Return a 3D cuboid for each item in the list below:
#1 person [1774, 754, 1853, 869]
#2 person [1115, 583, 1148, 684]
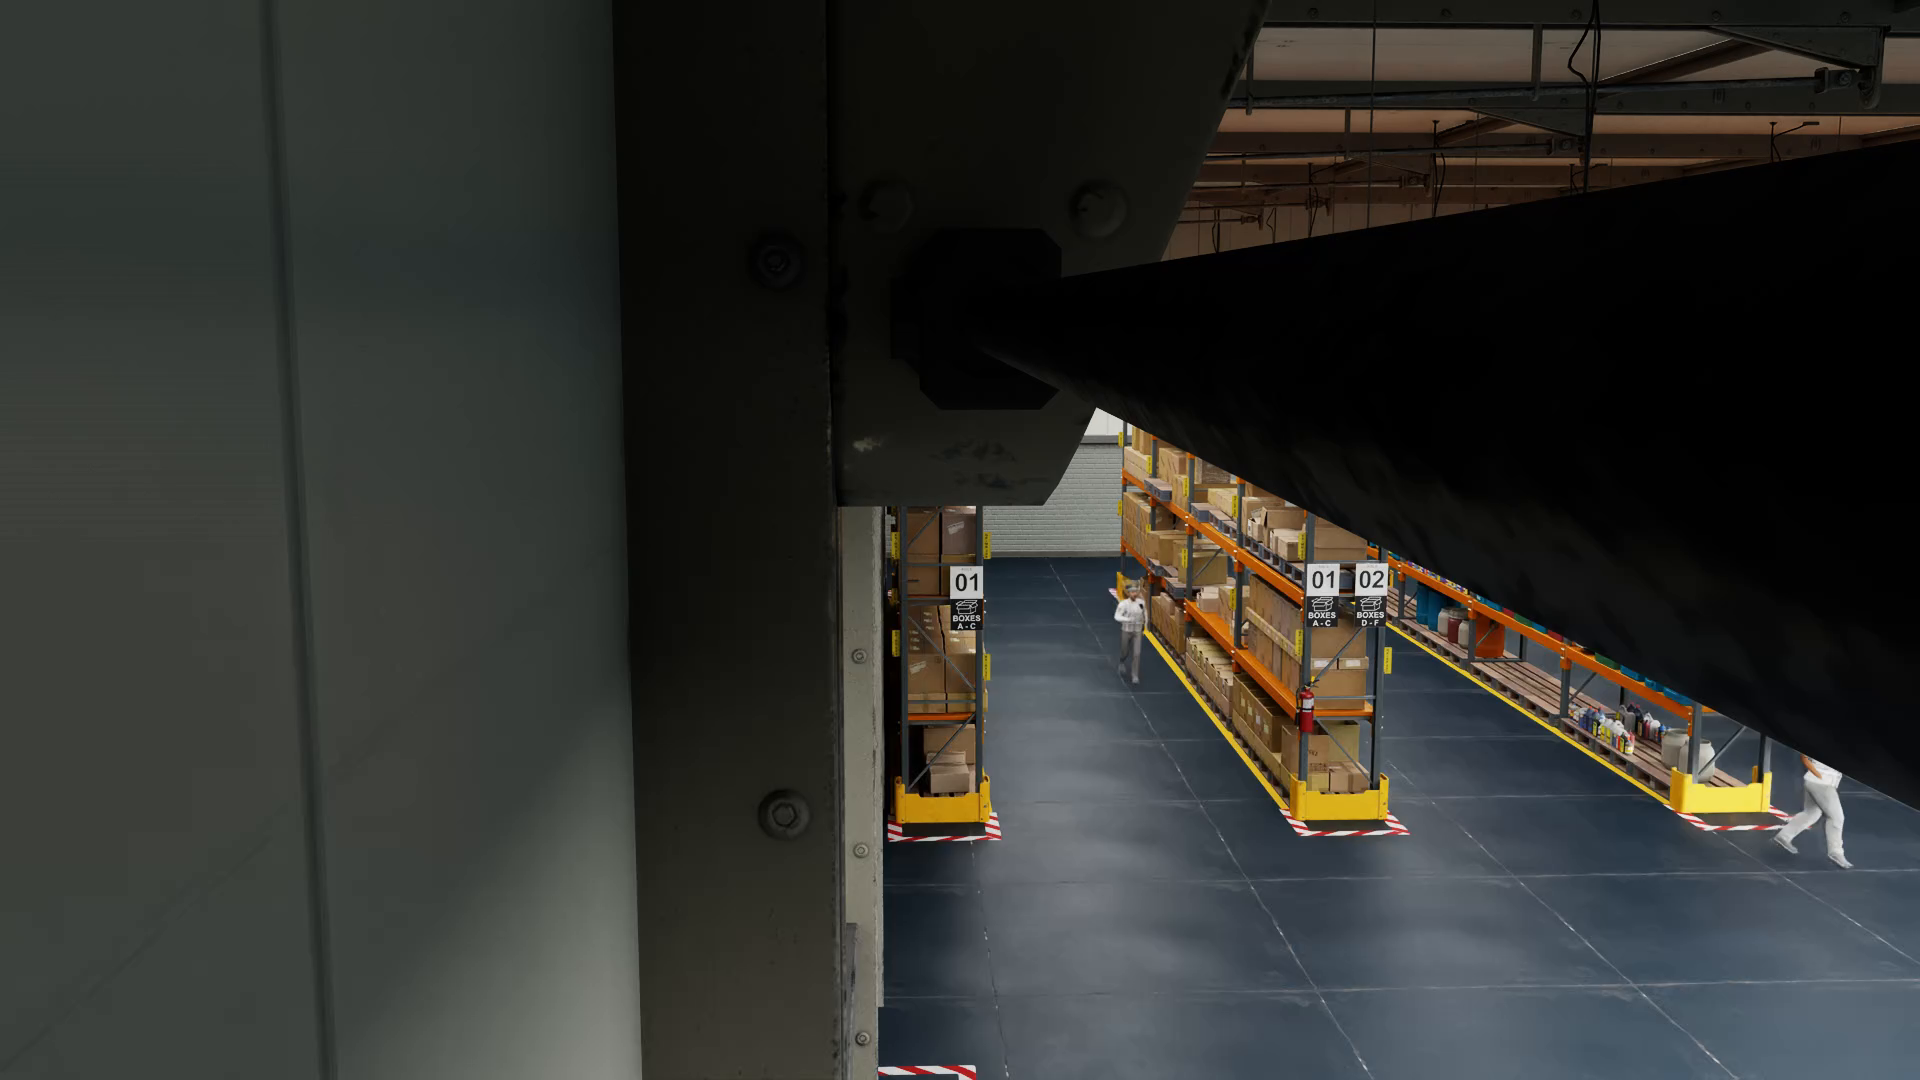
[{"bbox_3d":[9.906,2.847,19.188,0.838,1.662,0.691,5,9,29],"label":"person"},{"bbox_3d":[2.903,1.544,28.041,0.616,1.669,0.866,-1,8,-9],"label":"person"}]
